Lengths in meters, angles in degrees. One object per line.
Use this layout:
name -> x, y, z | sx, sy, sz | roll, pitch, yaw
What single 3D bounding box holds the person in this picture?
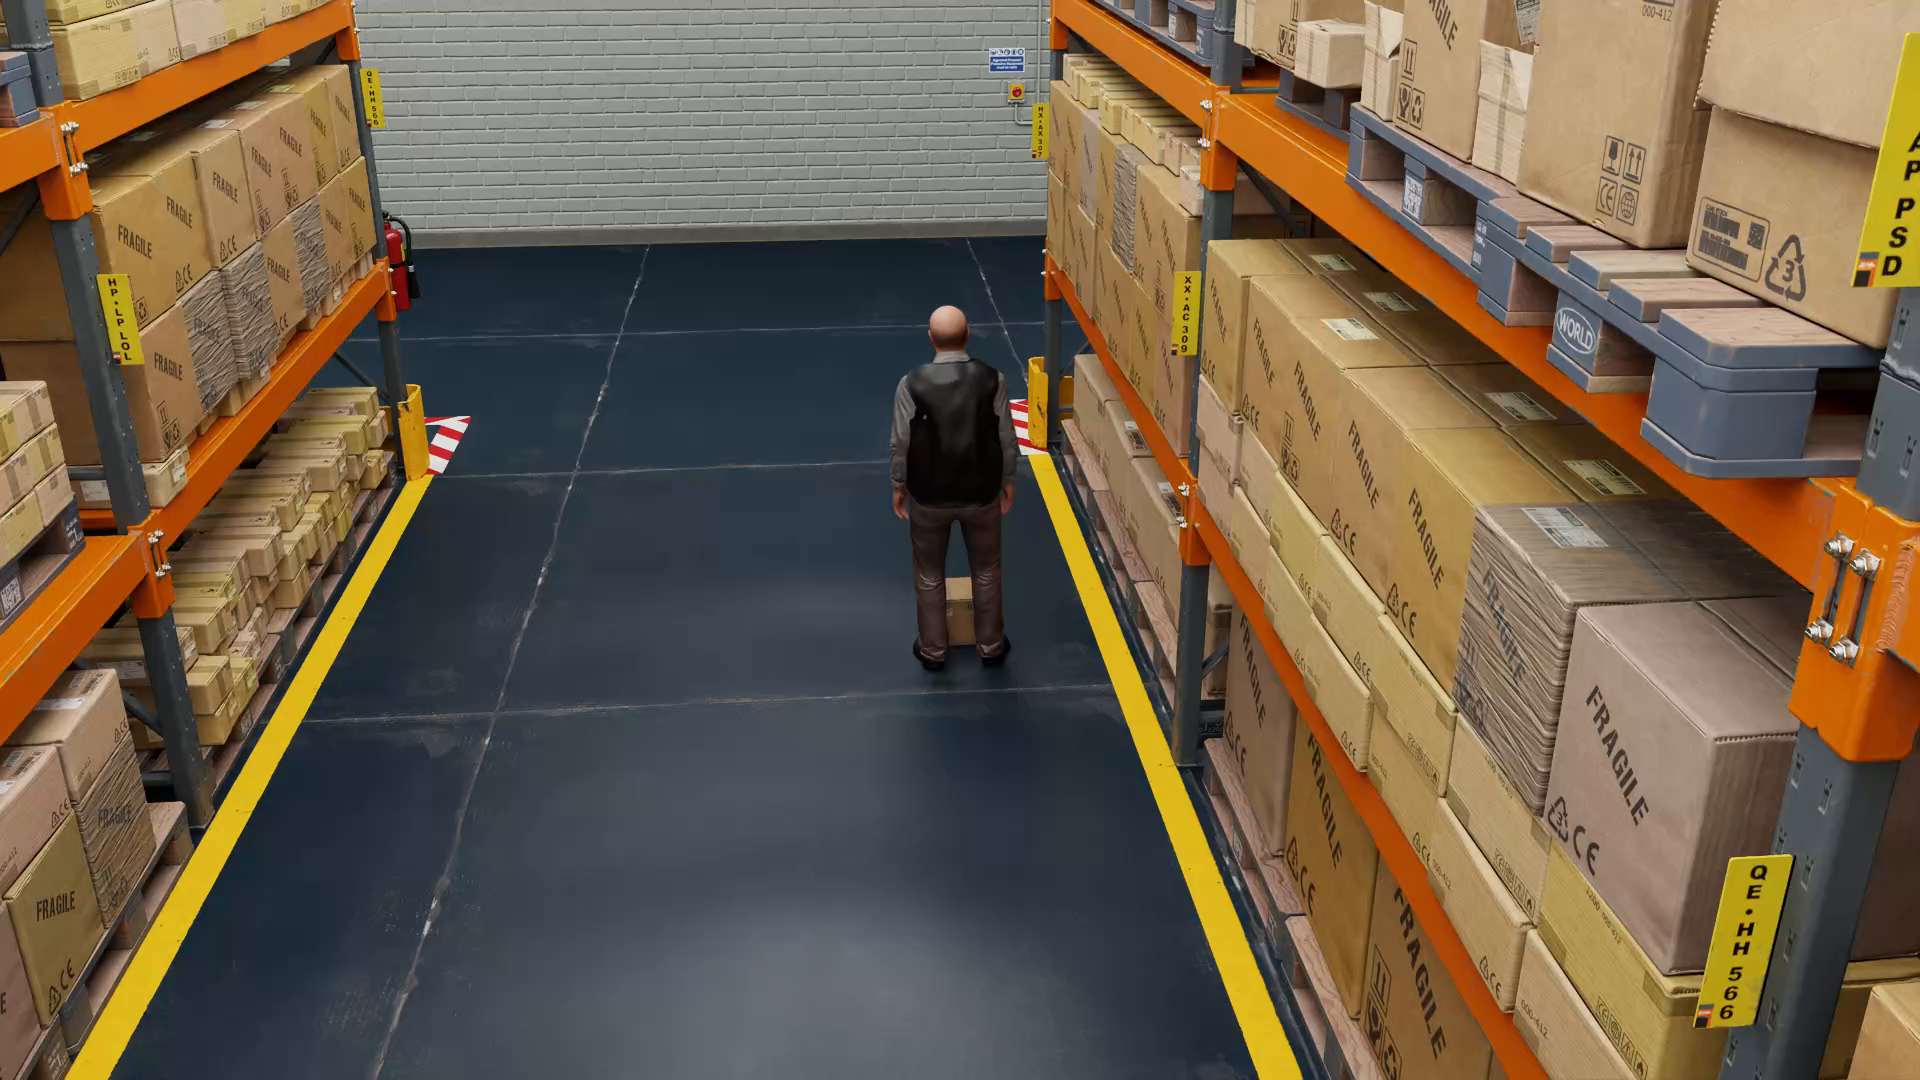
person -> -0.026, -0.210, 7.611 | 0.584, 1.720, 0.412 | -2, 24, -5
